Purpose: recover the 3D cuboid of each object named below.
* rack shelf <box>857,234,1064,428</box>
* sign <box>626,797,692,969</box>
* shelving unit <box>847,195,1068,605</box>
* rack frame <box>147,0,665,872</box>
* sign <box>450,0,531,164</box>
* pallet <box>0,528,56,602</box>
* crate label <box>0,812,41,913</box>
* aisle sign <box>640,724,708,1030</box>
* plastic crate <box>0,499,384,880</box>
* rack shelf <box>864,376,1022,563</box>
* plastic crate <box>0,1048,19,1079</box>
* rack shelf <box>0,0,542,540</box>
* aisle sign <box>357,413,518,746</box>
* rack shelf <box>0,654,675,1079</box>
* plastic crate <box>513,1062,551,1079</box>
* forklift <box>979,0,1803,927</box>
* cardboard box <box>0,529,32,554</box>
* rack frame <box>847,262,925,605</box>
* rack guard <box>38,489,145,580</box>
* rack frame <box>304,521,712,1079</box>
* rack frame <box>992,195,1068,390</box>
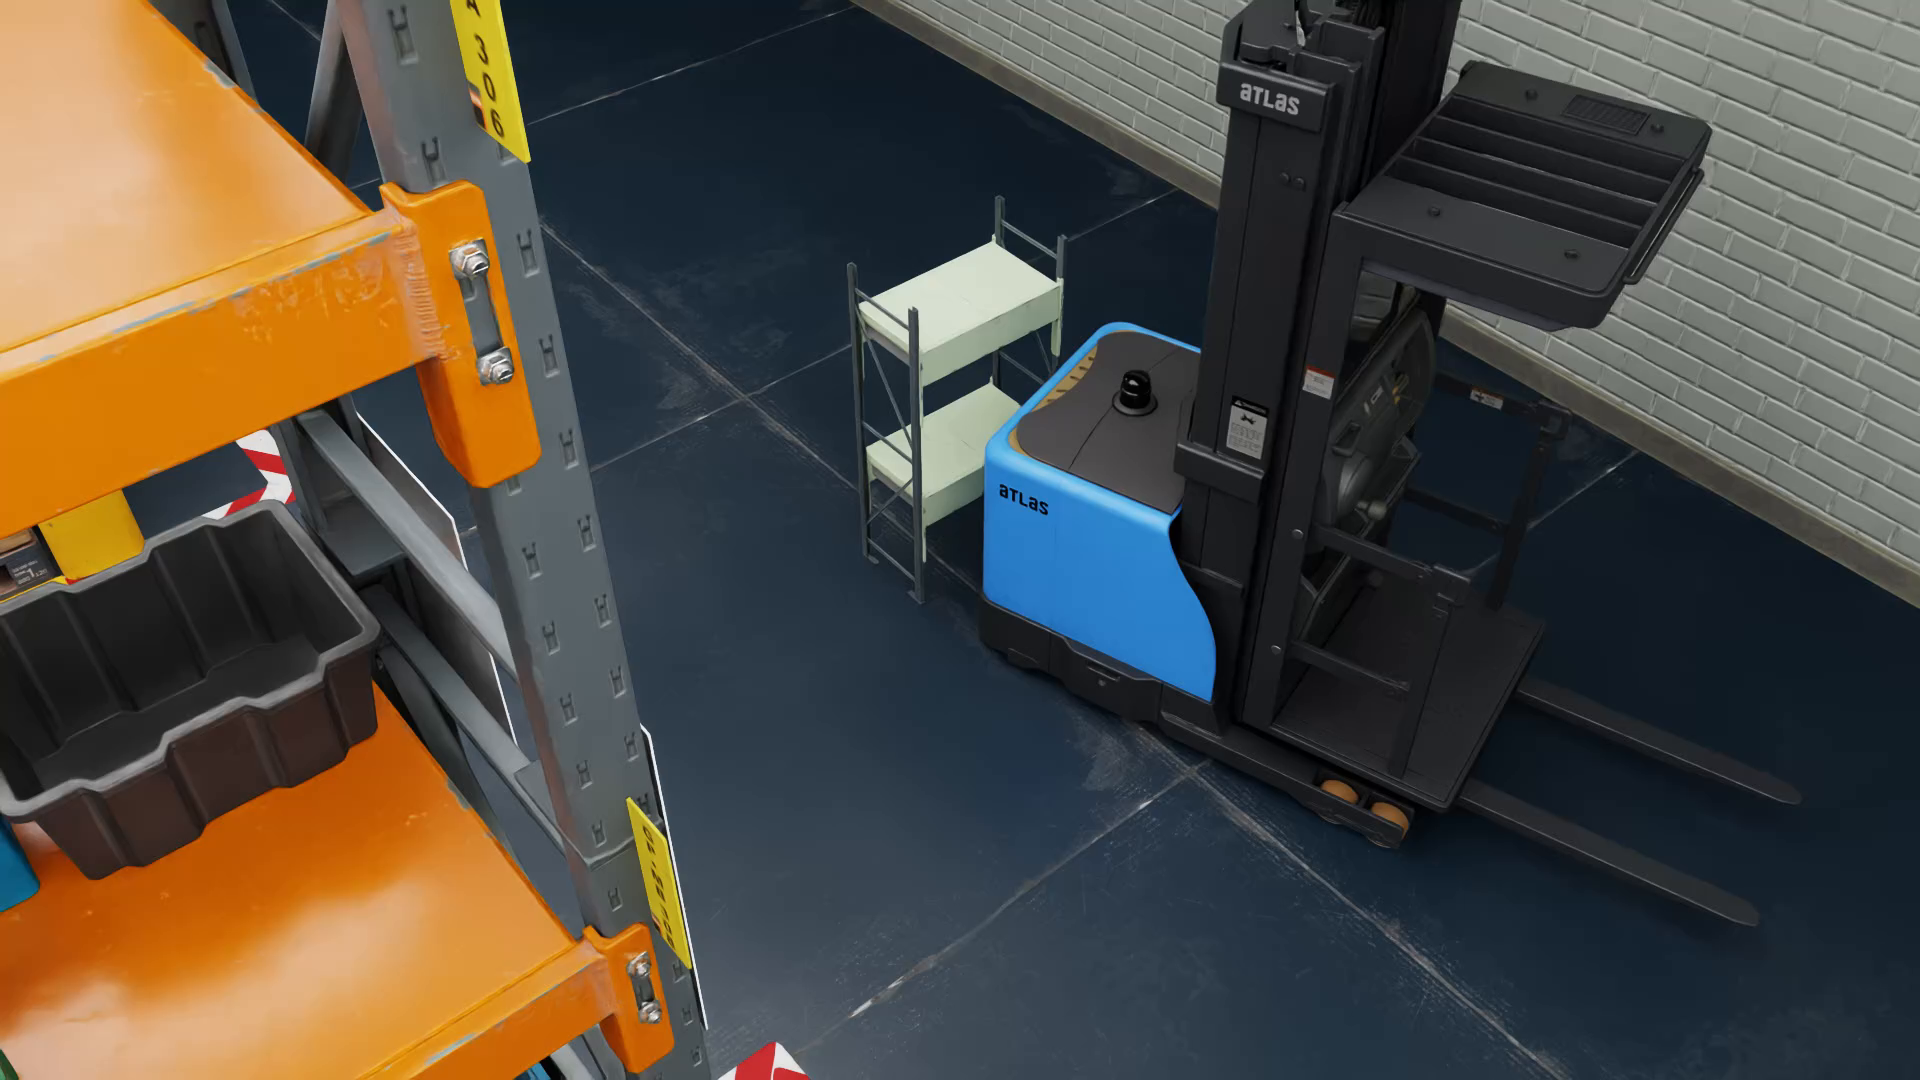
[{"bbox_3d":[-0.005,-0.828,6.520,0.720,0.370,0.431,-30,51,-28],"label":"rack shelf"},{"bbox_3d":[-0.443,0.511,2.454,0.005,0.325,0.100,-30,51,-28],"label":"sign"},{"bbox_3d":[-0.005,-0.544,6.787,0.755,1.500,0.431,-30,51,-28],"label":"shelving unit"},{"bbox_3d":[-0.808,-0.903,1.691,0.127,3.000,1.000,-30,51,-28],"label":"rack frame"},{"bbox_3d":[-0.443,-0.503,1.502,0.005,0.325,0.100,-30,51,-28],"label":"sign"},{"bbox_3d":[-4.652,0.082,7.062,1.213,0.211,1.003,-30,51,-28],"label":"pallet"},{"bbox_3d":[-1.723,0.481,2.518,0.502,0.251,0.408,-30,51,-28],"label":"crate label"},{"bbox_3d":[-0.565,0.459,2.725,0.004,0.787,0.394,-30,51,-28],"label":"aisle sign"},{"bbox_3d":[-1.282,0.261,2.739,0.590,0.269,0.497,-30,51,-28],"label":"plastic crate"},{"bbox_3d":[-0.005,-0.306,7.010,0.720,0.370,0.431,-30,51,-28],"label":"rack shelf"},{"bbox_3d":[-1.381,0.851,2.170,0.336,0.188,0.450,-30,51,-28],"label":"plastic crate"},{"bbox_3d":[-2.342,0.384,1.139,4.000,0.370,1.077,-30,51,-28],"label":"rack shelf"},{"bbox_3d":[-0.943,0.149,3.055,0.004,0.787,0.394,-30,51,-28],"label":"aisle sign"},{"bbox_3d":[-2.342,1.332,2.029,4.000,0.370,1.077,-30,51,-28],"label":"rack shelf"},{"bbox_3d":[-0.945,1.495,3.451,0.499,0.435,0.616,-30,51,-28],"label":"plastic crate"},{"bbox_3d":[1.591,-0.361,5.547,3.031,2.935,1.130,24,48,23],"label":"forklift"},{"bbox_3d":[-4.242,-0.199,6.830,0.500,0.500,0.500,-30,51,-28],"label":"cardboard box"},{"bbox_3d":[-0.286,-0.383,6.616,0.023,1.500,0.400,-30,51,-28],"label":"rack frame"},{"bbox_3d":[-4.041,-0.374,7.337,0.348,0.500,1.175,-30,51,-28],"label":"rack guard"},{"bbox_3d":[-0.808,1.284,3.745,0.127,3.000,1.000,-30,51,-28],"label":"rack frame"},{"bbox_3d":[0.276,-0.705,6.958,0.023,1.500,0.400,-30,51,-28],"label":"rack frame"}]
